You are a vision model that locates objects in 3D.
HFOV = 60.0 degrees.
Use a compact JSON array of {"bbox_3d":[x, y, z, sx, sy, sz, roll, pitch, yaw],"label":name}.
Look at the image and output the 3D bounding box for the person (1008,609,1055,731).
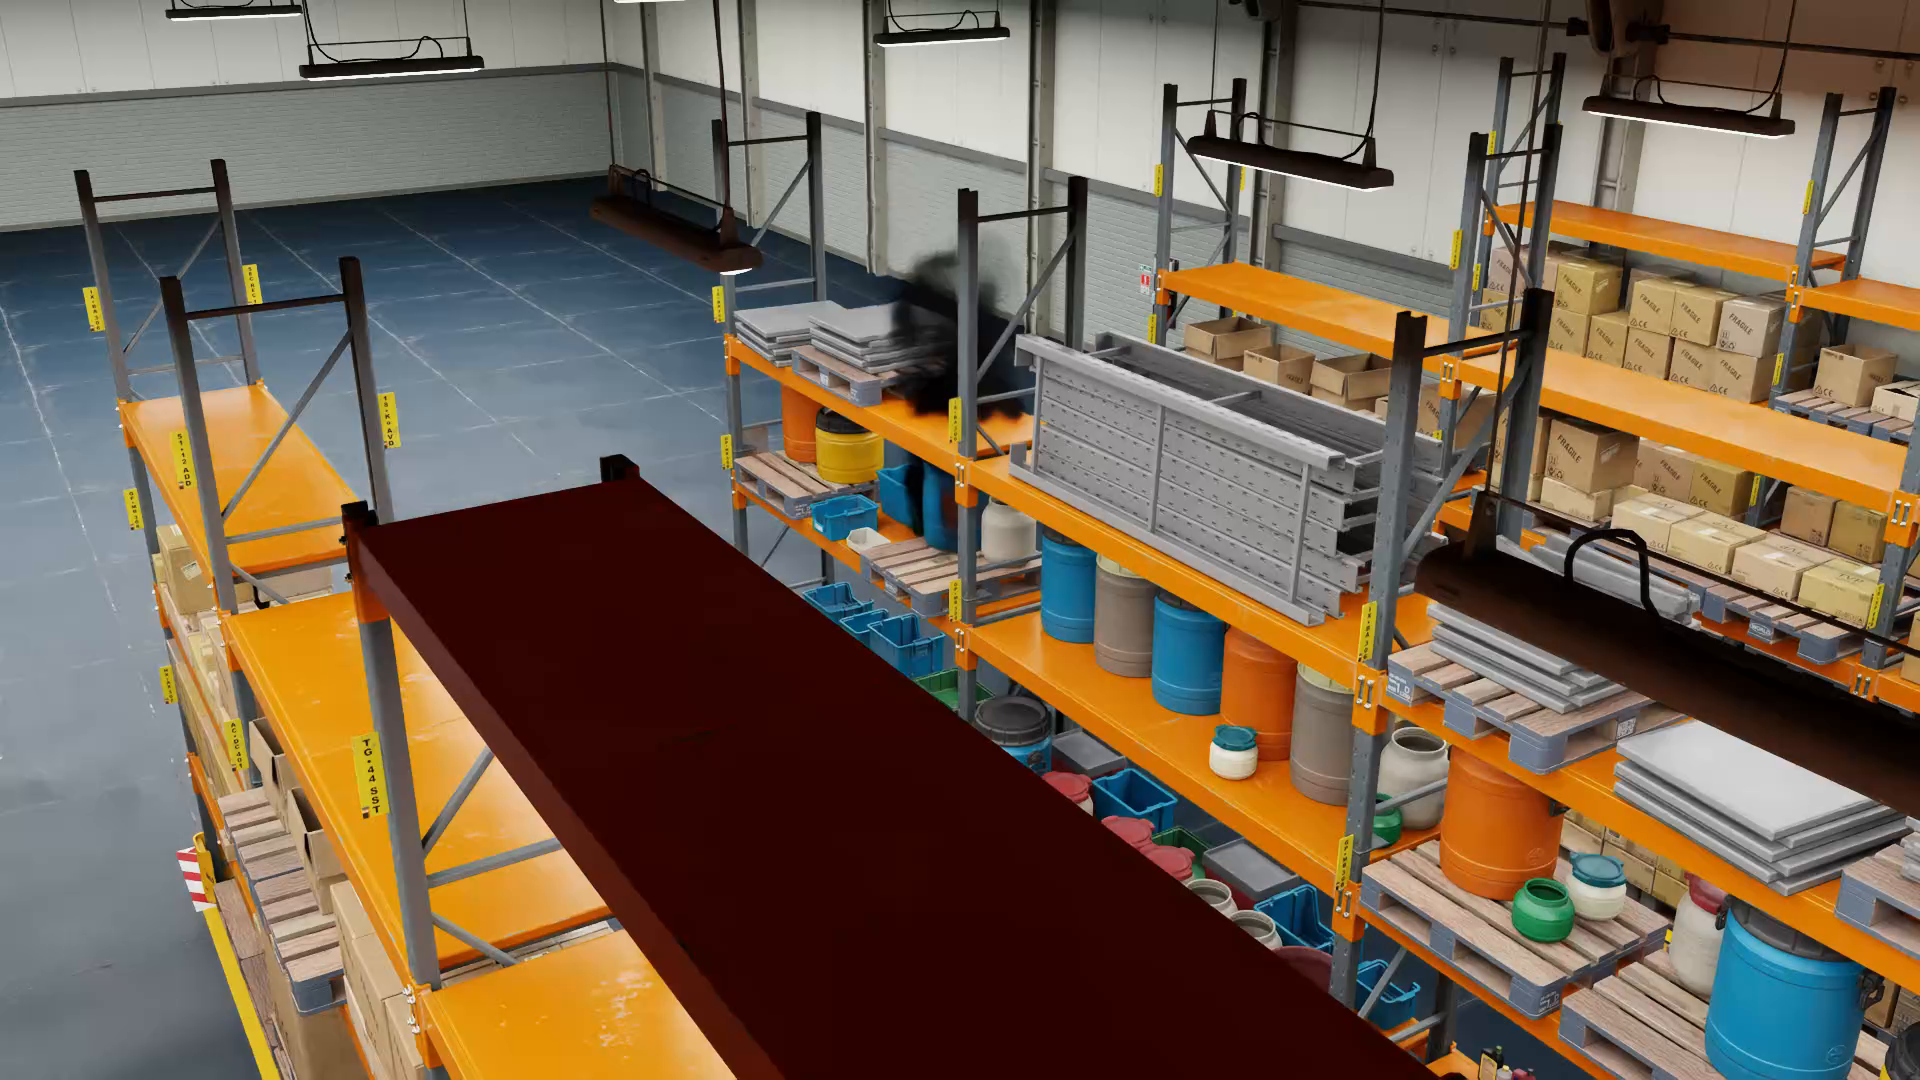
[{"bbox_3d":[0.709,1.251,15.848,0.953,1.747,0.702,20,29,40],"label":"person"}]
